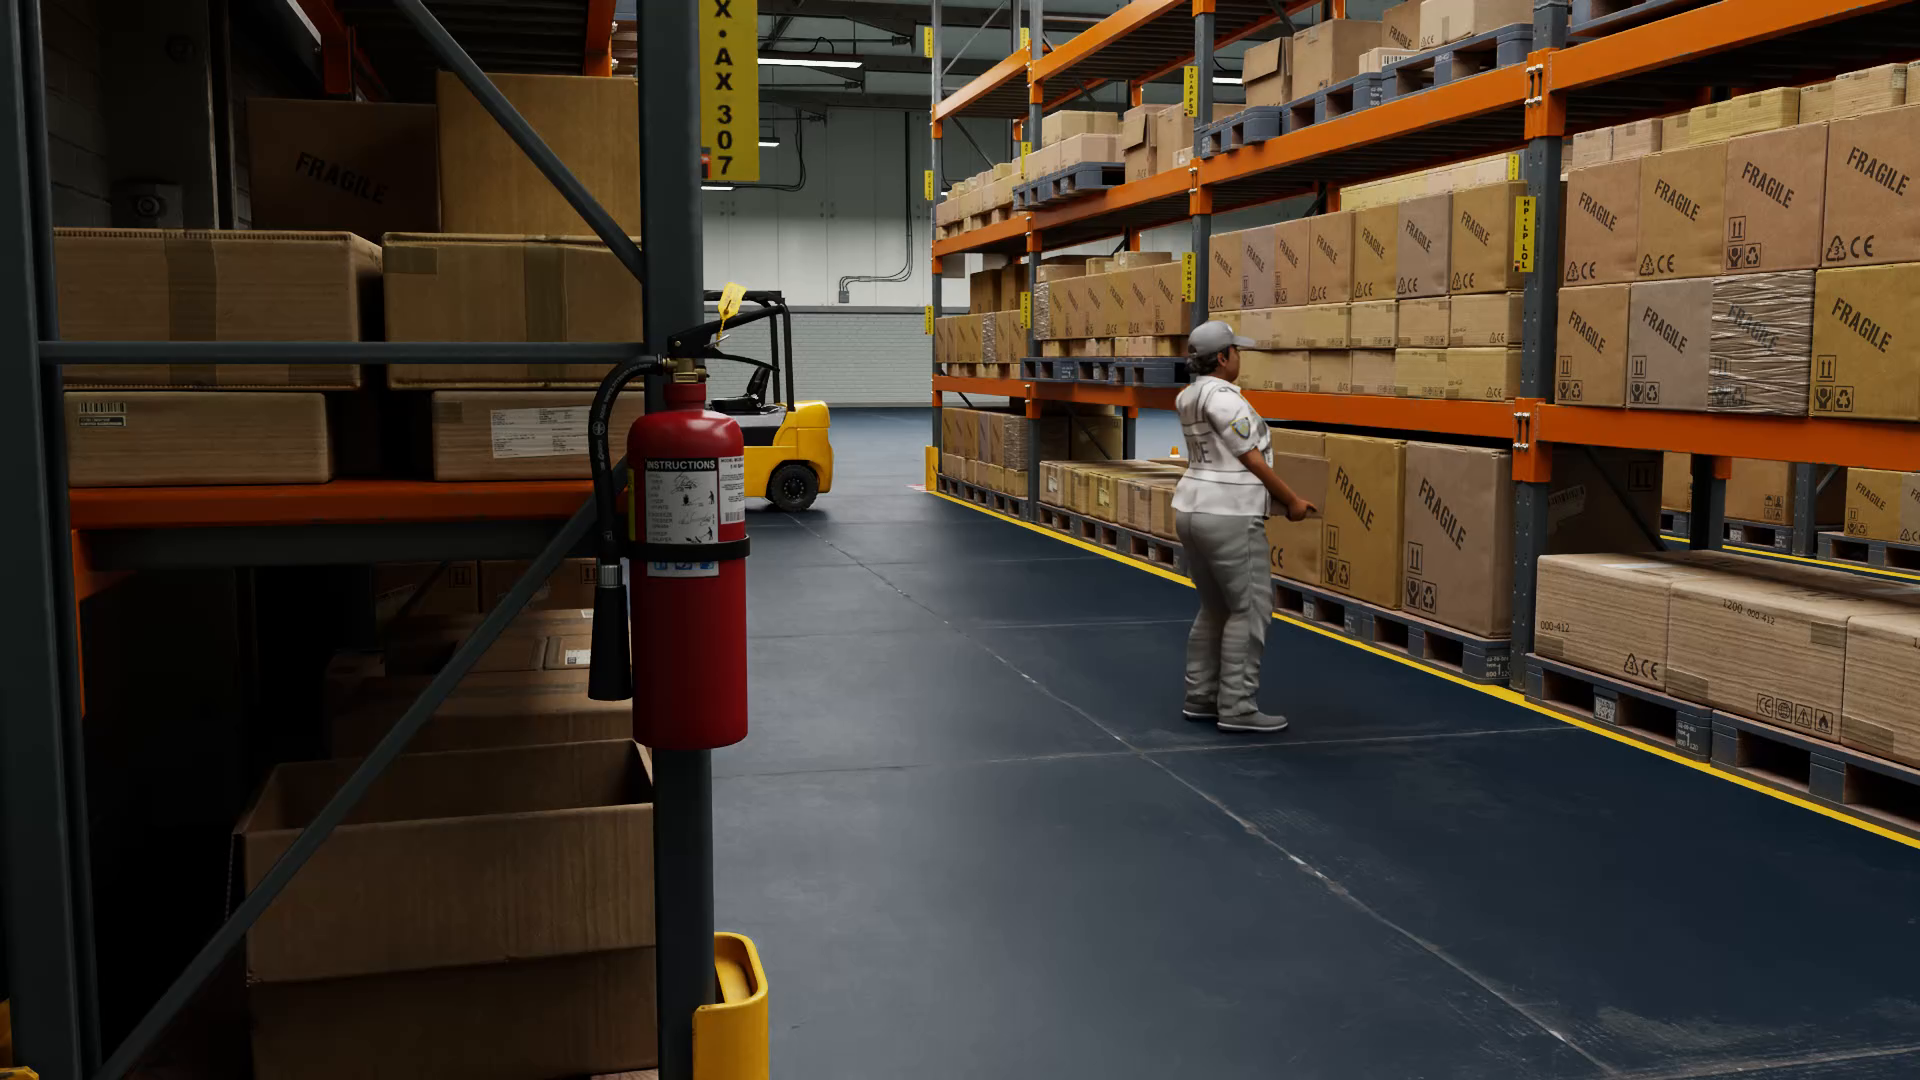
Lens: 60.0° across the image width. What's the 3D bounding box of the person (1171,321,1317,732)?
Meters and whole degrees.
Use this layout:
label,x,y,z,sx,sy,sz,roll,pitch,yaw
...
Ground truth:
label,x,y,z,sx,sy,sz,roll,pitch,yaw
person,1.147,-0.062,6.790,0.541,1.655,0.454,-1,6,-13
